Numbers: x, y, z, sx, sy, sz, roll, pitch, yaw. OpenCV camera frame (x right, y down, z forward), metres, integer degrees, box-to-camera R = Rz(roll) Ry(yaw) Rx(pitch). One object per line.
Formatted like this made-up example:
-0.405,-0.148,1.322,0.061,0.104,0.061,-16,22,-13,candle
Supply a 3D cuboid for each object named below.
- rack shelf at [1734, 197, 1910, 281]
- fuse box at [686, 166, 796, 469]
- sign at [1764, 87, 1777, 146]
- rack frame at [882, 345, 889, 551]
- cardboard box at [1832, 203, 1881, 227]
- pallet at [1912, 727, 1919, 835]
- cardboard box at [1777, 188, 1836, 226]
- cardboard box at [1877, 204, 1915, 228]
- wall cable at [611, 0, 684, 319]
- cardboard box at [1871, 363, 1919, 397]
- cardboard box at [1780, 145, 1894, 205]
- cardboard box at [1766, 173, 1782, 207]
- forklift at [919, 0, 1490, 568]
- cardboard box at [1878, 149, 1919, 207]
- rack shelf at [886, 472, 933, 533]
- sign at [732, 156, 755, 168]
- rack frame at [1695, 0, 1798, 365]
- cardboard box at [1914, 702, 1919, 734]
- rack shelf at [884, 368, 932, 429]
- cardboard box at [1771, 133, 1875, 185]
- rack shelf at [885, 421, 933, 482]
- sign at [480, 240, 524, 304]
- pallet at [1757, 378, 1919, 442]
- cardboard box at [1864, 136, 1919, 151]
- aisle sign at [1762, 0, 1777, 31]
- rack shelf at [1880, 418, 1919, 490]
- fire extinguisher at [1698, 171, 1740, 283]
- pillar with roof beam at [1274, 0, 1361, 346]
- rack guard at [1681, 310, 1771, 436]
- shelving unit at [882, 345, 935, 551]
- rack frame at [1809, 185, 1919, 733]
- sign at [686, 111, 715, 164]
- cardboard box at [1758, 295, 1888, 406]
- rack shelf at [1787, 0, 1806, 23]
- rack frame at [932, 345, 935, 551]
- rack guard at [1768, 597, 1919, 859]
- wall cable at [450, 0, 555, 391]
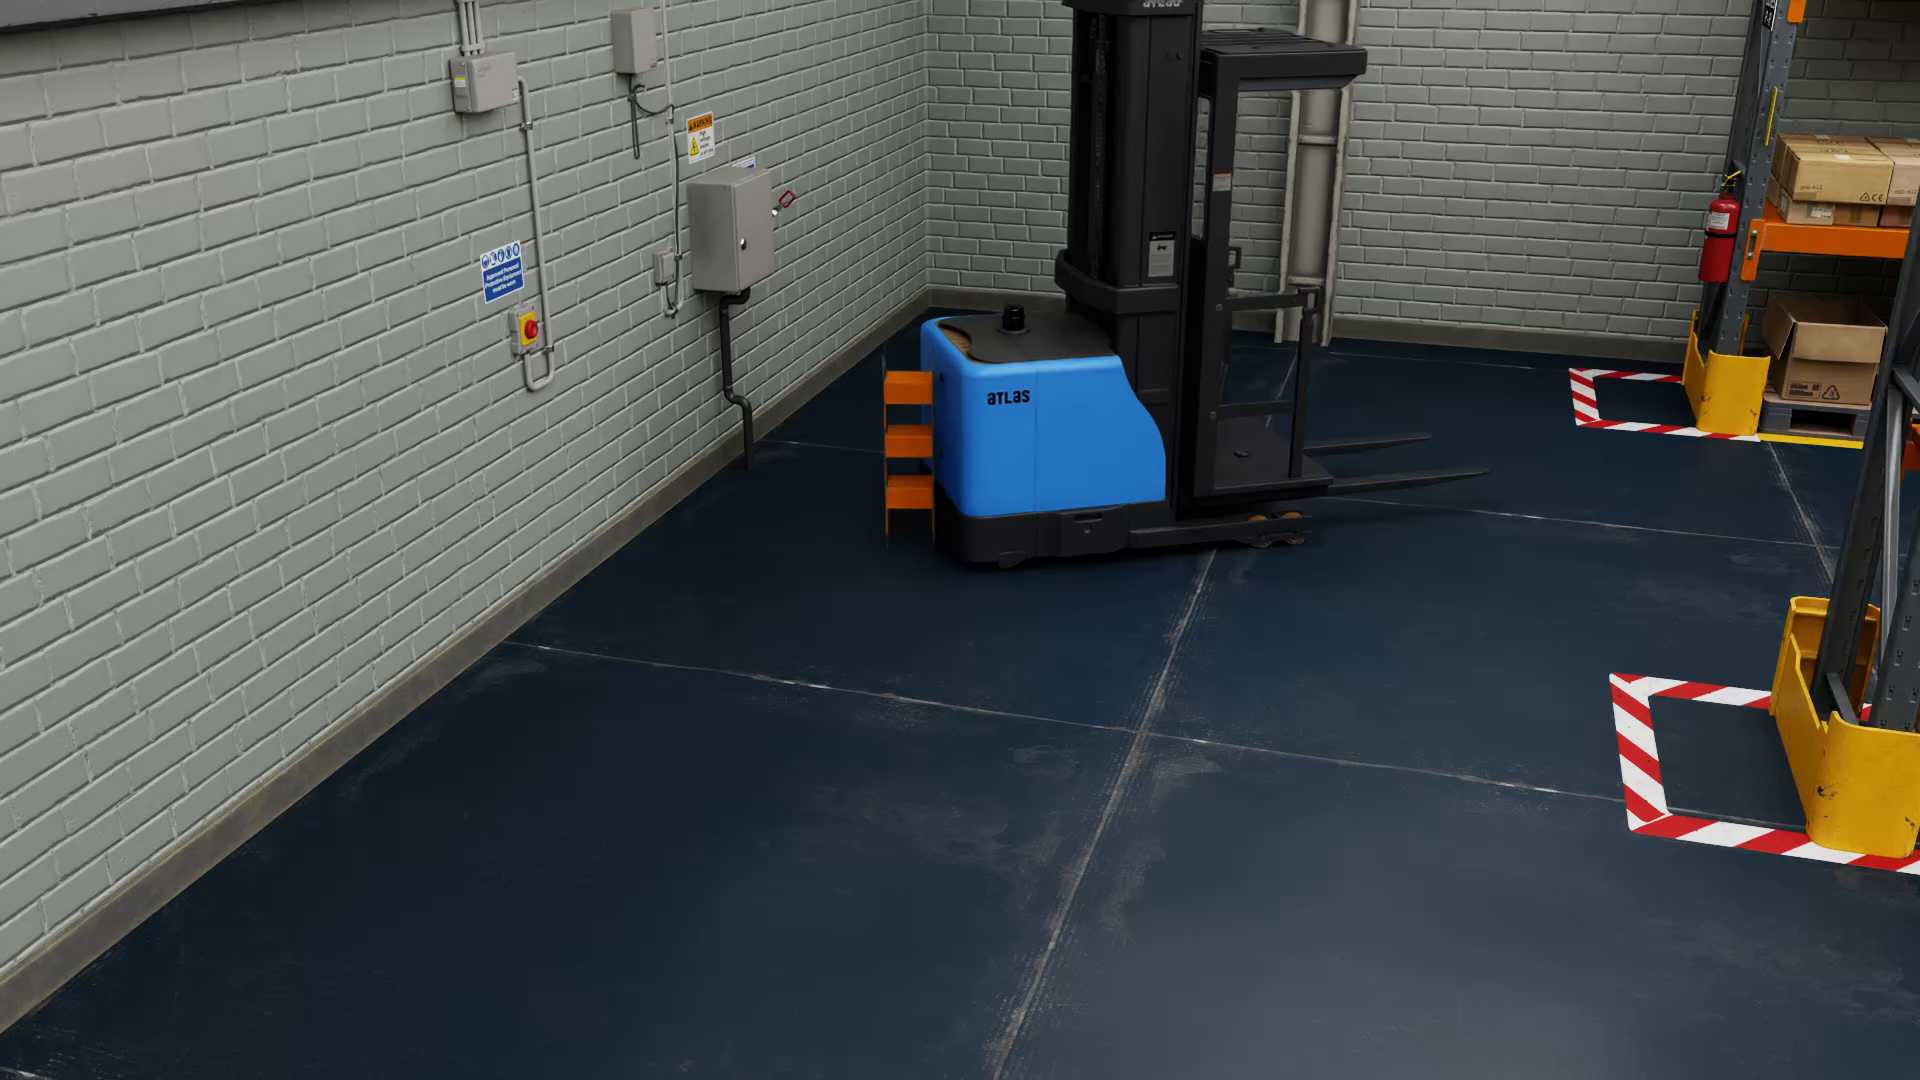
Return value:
6.800,-1.715,9.947,4.000,0.370,1.077,7,23,16,rack shelf
-1.204,-1.224,9.500,0.414,1.711,0.539,7,23,16,fuse box
4.728,-2.471,9.700,0.005,0.325,0.100,7,23,16,sign
-0.380,-0.465,8.521,0.008,1.050,0.200,0,22,1,rack frame
5.377,-2.004,10.035,0.250,0.149,0.380,7,23,17,cardboard box
4.243,0.886,6.333,1.213,0.211,1.003,7,23,16,pallet
5.120,-2.016,10.062,0.250,0.149,0.380,6,23,15,cardboard box
5.639,-1.988,9.996,0.250,0.149,0.380,6,23,15,cardboard box
-1.552,-2.060,8.500,0.122,1.984,0.588,7,23,16,wall cable
5.839,-0.981,10.411,0.250,0.149,0.380,6,23,13,cardboard box
5.241,-2.188,9.957,0.500,0.250,0.500,7,23,16,cardboard box
5.280,-2.212,10.542,0.250,0.149,0.380,6,23,15,cardboard box
1.352,-1.502,8.571,3.031,2.935,1.130,-6,23,-13,forklift
5.724,-2.133,9.823,0.500,0.250,0.500,7,23,16,cardboard box
-0.258,-0.198,8.629,0.240,0.259,0.215,0,22,1,rack shelf
-1.260,-1.979,9.766,0.001,0.494,0.329,7,23,16,sign
4.885,-2.267,10.345,0.127,3.000,1.000,7,23,16,rack frame
4.115,0.564,6.266,0.875,0.438,0.875,6,23,14,cardboard box
-0.258,-0.717,8.416,0.240,0.259,0.215,0,22,1,rack shelf
5.402,-2.382,10.429,0.500,0.250,0.500,7,23,17,cardboard box
-0.258,-0.455,8.523,0.240,0.259,0.215,0,22,1,rack shelf
-2.023,-1.187,7.356,0.001,0.218,0.327,7,23,16,sign
5.721,-0.882,10.642,1.213,0.211,1.003,7,23,16,pallet
5.895,-2.325,10.291,0.500,0.250,0.500,7,23,16,cardboard box
4.735,-3.371,9.610,0.004,0.787,0.394,7,23,16,aisle sign
5.369,0.088,5.550,4.000,0.370,1.077,7,23,16,rack shelf
4.611,-1.907,10.061,0.183,0.674,0.296,7,23,16,fire extinguisher
1.320,-4.102,6.913,0.400,9.000,9.100,7,23,16,pillar with roof beam
4.958,-1.103,10.799,0.348,0.500,1.175,7,23,16,rack guard
-0.258,-0.465,8.519,0.252,1.050,0.215,0,22,1,shelving unit
3.455,-0.464,5.948,0.127,3.000,1.000,7,23,16,rack frame
-1.418,-2.205,9.105,0.001,0.242,0.339,7,23,16,sign
5.443,-1.205,10.492,0.637,0.503,0.797,6,23,13,cardboard box
6.800,-3.103,9.378,4.000,0.370,1.077,7,23,16,rack shelf
-0.136,-0.464,8.518,0.008,1.050,0.200,0,22,1,rack frame
3.432,0.690,6.429,0.348,0.500,1.175,7,23,16,rack guard
-1.950,-1.558,7.235,0.123,1.953,0.585,7,23,16,wall cable
